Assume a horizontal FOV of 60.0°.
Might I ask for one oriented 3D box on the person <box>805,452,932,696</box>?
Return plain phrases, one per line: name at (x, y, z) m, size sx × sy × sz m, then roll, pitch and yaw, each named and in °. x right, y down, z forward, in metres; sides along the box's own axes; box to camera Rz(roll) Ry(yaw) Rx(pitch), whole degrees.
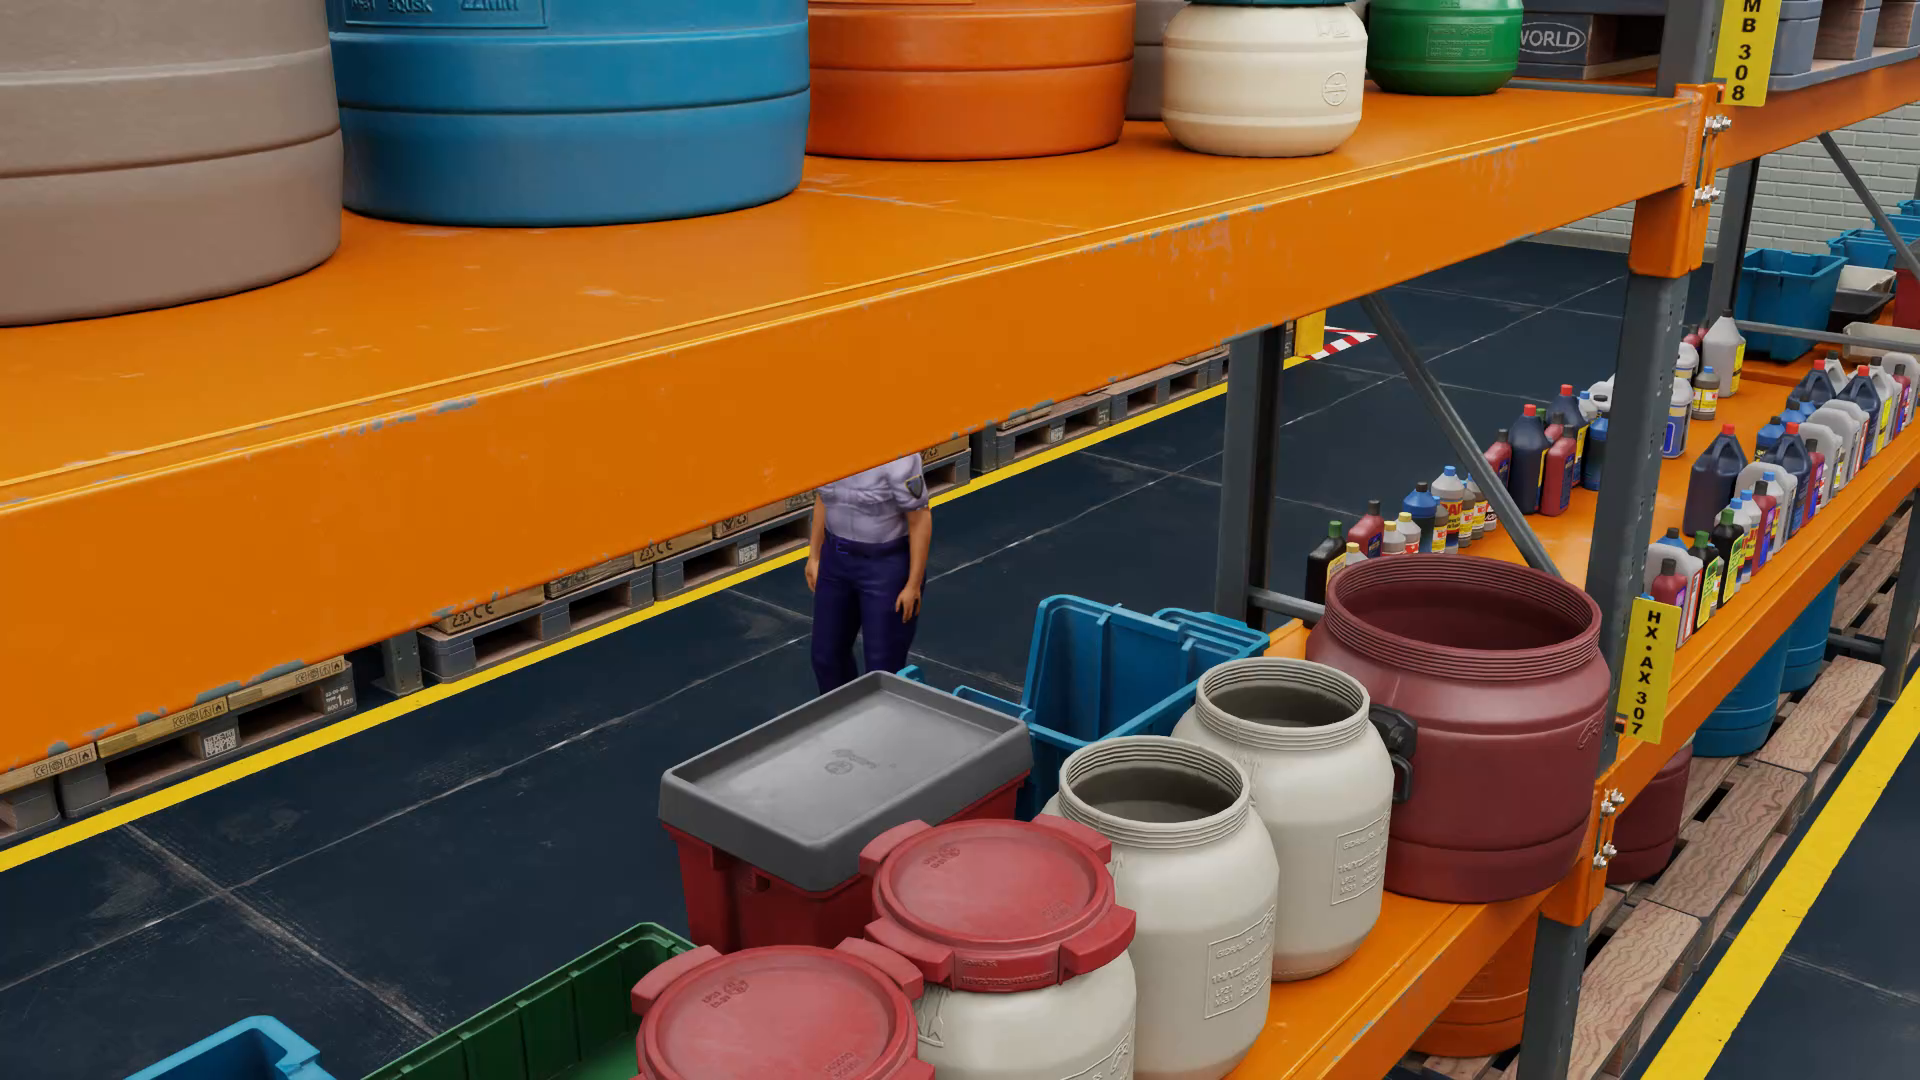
person at (-0.362, 0.135, 6.246) m, size 0.561 × 1.636 × 0.377 m, roll 14°, pitch 25°, yaw 33°
